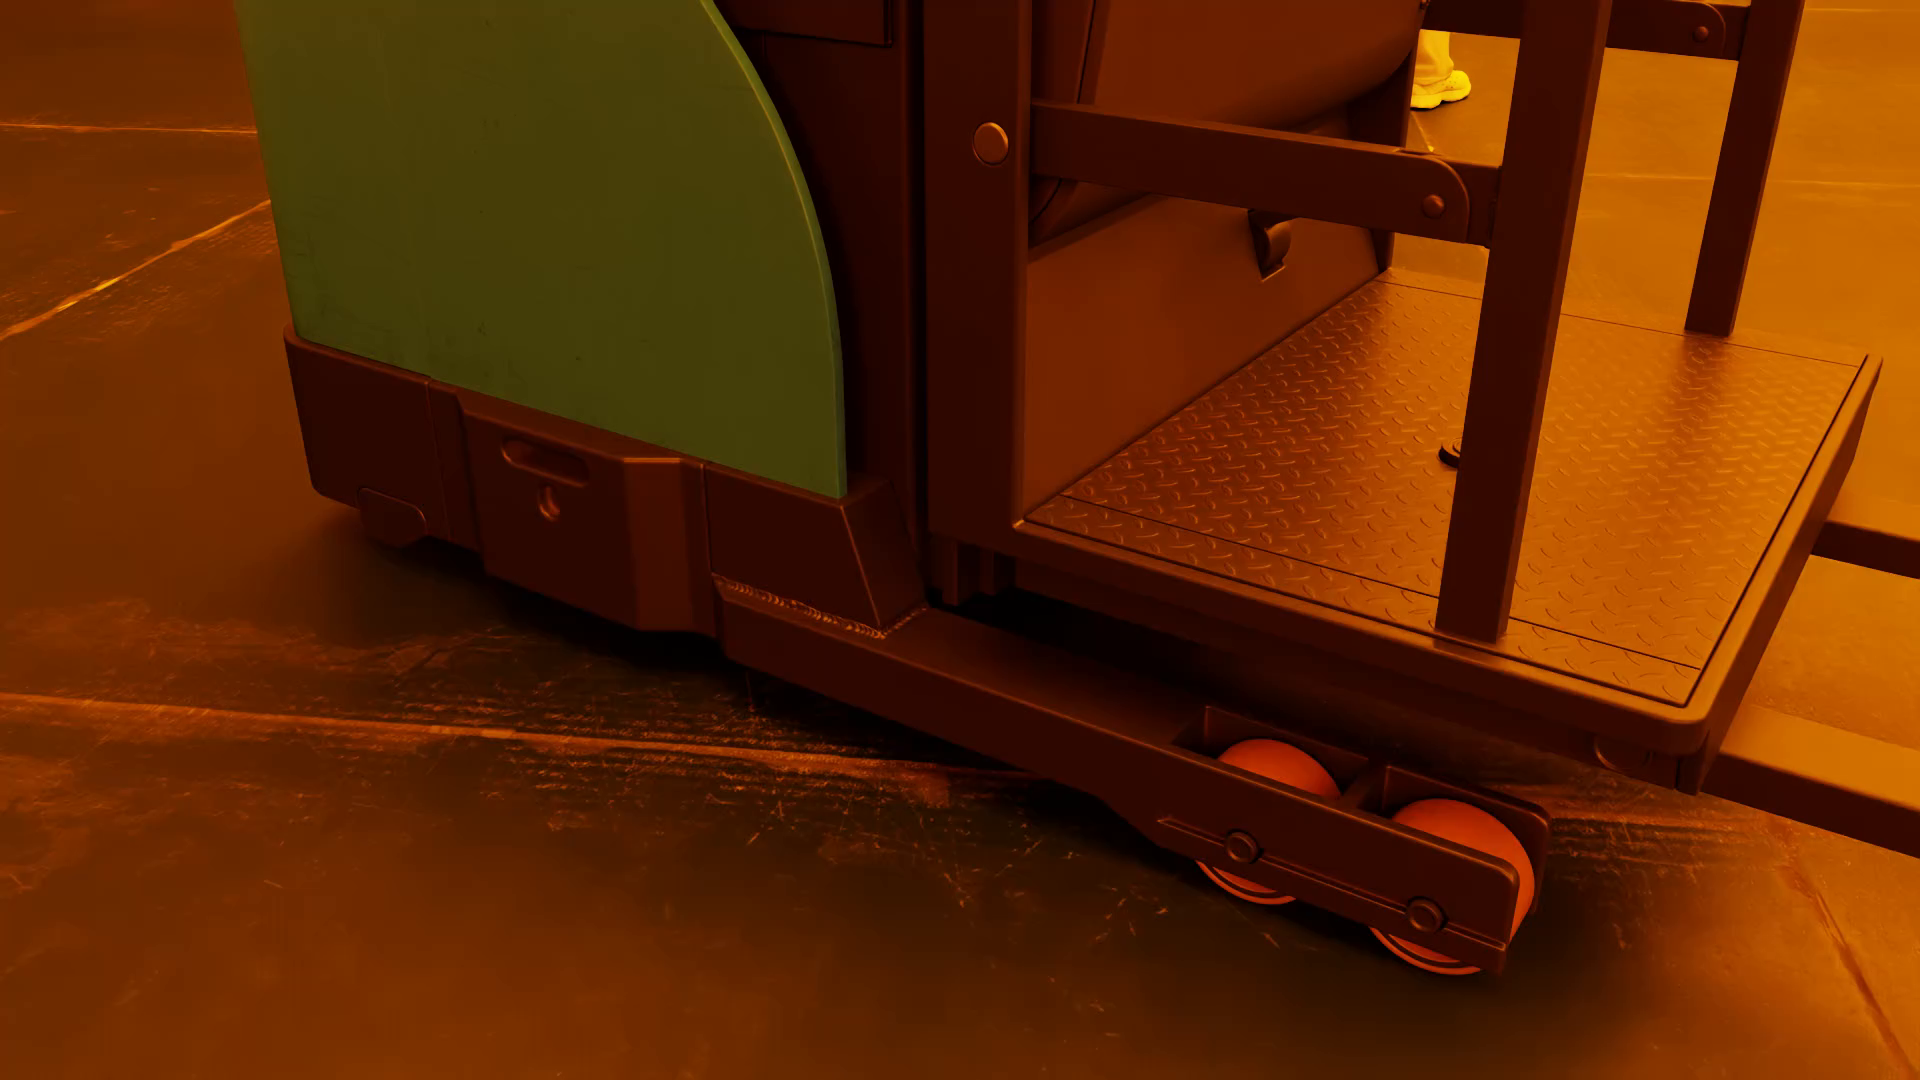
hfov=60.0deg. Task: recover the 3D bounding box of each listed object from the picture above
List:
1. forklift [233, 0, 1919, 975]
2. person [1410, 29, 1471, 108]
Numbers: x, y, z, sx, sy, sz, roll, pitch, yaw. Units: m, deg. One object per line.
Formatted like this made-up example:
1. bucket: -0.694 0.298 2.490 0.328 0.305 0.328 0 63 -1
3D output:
1. forklift: 0.523 -1.155 1.532 3.031 2.935 1.130 17 31 30
2. person: 1.322 -2.219 4.961 0.649 1.774 0.420 11 29 21
